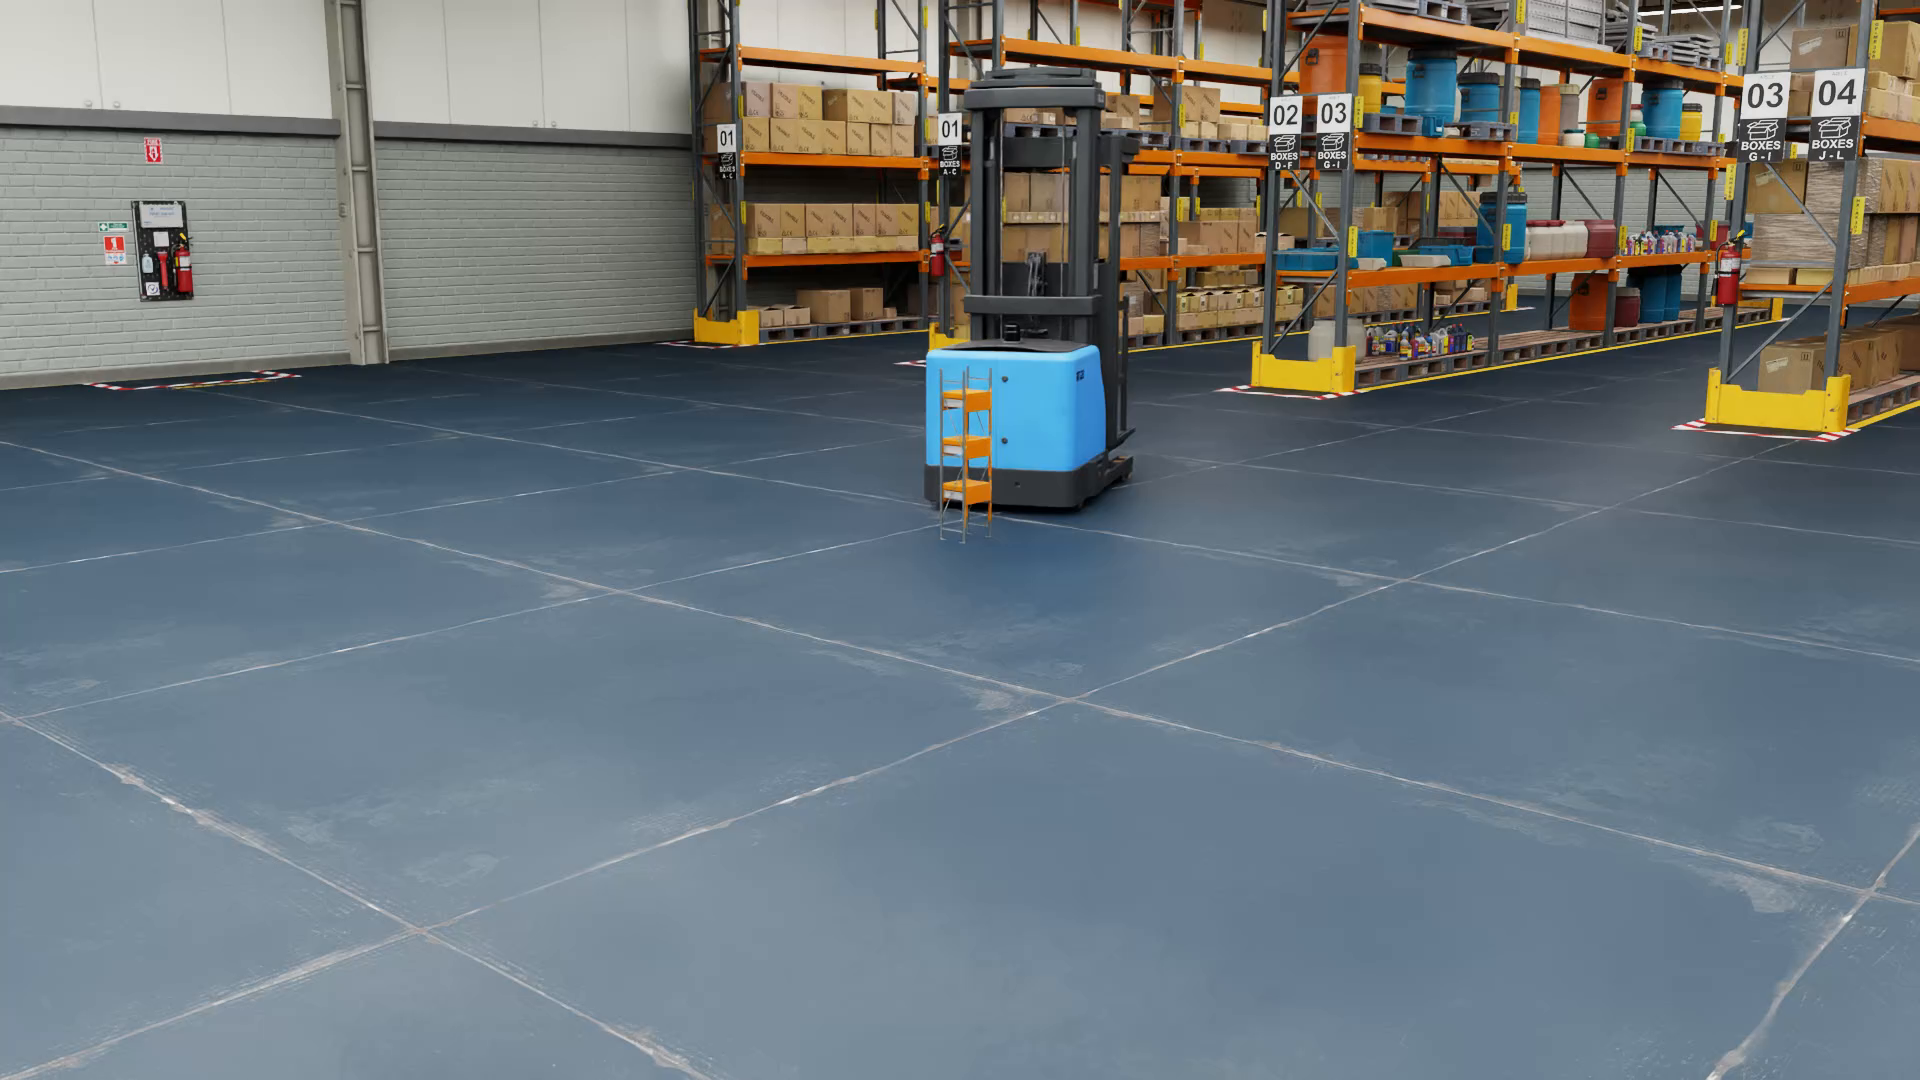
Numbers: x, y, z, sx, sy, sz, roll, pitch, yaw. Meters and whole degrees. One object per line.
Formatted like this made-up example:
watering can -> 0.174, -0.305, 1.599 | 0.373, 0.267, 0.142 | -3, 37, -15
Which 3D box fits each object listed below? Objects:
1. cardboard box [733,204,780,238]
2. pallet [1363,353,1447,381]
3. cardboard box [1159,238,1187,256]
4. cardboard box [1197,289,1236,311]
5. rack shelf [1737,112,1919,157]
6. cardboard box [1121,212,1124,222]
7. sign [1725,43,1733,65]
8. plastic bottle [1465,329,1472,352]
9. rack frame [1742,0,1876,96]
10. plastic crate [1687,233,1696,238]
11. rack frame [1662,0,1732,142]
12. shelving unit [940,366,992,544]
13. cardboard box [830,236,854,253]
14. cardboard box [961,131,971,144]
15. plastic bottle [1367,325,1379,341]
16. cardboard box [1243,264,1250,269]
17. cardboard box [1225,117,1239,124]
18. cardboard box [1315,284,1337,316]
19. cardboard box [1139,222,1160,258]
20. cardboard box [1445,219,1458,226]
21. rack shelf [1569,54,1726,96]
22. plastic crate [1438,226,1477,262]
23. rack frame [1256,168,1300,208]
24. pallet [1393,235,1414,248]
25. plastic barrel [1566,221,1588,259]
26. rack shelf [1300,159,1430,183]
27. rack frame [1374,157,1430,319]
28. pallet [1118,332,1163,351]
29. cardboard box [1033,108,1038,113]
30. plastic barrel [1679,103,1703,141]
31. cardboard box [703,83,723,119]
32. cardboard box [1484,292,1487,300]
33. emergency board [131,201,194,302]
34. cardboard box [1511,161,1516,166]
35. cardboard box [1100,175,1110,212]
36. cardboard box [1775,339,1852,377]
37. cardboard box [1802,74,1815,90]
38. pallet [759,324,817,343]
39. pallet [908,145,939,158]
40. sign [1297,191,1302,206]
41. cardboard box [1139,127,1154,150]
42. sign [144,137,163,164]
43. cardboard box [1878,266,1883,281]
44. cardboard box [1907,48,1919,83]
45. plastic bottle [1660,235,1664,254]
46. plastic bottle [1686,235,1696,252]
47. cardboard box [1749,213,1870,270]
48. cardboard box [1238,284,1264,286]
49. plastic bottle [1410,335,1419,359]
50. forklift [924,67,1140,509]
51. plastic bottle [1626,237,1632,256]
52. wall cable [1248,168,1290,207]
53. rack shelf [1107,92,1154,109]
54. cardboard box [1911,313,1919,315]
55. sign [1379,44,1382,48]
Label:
cardboard box -> -3.049, -4.788, 24.943 | 0.500, 0.500, 0.500 | 10, 15, 40
pallet -> 5.213, -2.119, 20.283 | 1.003, 0.211, 1.213 | 10, 15, 40
cardboard box -> 3.066, -4.406, 24.995 | 0.500, 0.250, 0.500 | 11, 16, 44
cardboard box -> 3.909, -3.712, 25.653 | 0.500, 0.311, 0.500 | 9, 14, 38
rack shelf -> 8.893, -3.944, 16.478 | 1.077, 0.370, 4.000 | 10, 15, 40
cardboard box -> 2.083, -4.551, 23.429 | 0.380, 0.149, 0.250 | 10, 15, 40
sign -> 12.185, -7.705, 26.349 | 0.100, 0.325, 0.005 | 10, 15, 40
plastic bottle -> 6.423, -2.531, 21.035 | 0.061, 0.283, 0.133 | 11, 16, 43
rack frame -> 7.573, -5.473, 14.640 | 1.000, 3.000, 0.127 | 10, 15, 40
plastic crate -> 12.936, -5.242, 29.071 | 0.416, 0.233, 0.300 | 10, 15, 40
rack frame -> 11.773, -7.879, 26.686 | 1.000, 3.000, 0.127 | 10, 15, 40
shelving unit -> 0.035, -0.523, 10.148 | 0.215, 1.050, 0.252 | 10, 15, 40
cardboard box -> -2.021, -4.646, 26.148 | 0.500, 0.250, 0.500 | 10, 15, 41
cardboard box -> -0.122, -6.835, 28.272 | 0.500, 0.311, 0.500 | 10, 15, 42
plastic bottle -> 5.120, -2.494, 20.682 | 0.144, 0.351, 0.185 | 11, 15, 43
cardboard box -> 6.018, -5.922, 35.857 | 0.380, 0.149, 0.250 | 10, 15, 41
cardboard box -> 5.347, -8.384, 34.009 | 0.500, 0.500, 0.500 | 9, 15, 39
cardboard box -> 6.271, -4.088, 28.277 | 0.500, 0.500, 0.500 | 9, 14, 38
cardboard box -> 2.486, -4.384, 24.249 | 0.700, 0.500, 0.500 | 9, 15, 39
cardboard box -> 8.932, -5.743, 31.051 | 0.500, 0.500, 0.500 | 10, 15, 41
rack shelf -> 10.453, -7.036, 25.322 | 1.077, 0.370, 4.000 | 10, 15, 40
plastic crate -> 6.582, -3.903, 21.929 | 0.402, 0.464, 0.583 | 10, 15, 40
rack frame -> 6.972, -6.807, 36.633 | 1.000, 3.000, 0.127 | 10, 15, 40
pallet -> 7.446, -5.381, 29.983 | 1.003, 0.211, 1.213 | 10, 15, 40
plastic barrel -> 8.614, -4.225, 23.420 | 0.421, 0.512, 0.421 | 0, 11, 0
rack shelf -> 6.735, -6.402, 28.786 | 1.077, 0.370, 4.000 | 10, 15, 40
rack frame -> 8.055, -5.578, 30.483 | 1.000, 3.000, 0.127 | 10, 15, 40
pallet -> 2.218, -2.922, 24.304 | 1.003, 0.211, 1.213 | 10, 15, 40
cardboard box -> 0.696, -5.688, 22.328 | 0.500, 0.250, 0.500 | 10, 15, 40
plastic barrel -> 11.323, -6.546, 26.116 | 0.600, 0.588, 0.600 | 0, 11, 0
cardboard box -> -3.502, -6.570, 24.930 | 0.500, 0.500, 0.500 | 11, 15, 43
cardboard box -> 10.187, -4.834, 32.863 | 0.380, 0.166, 0.250 | 10, 15, 40
emergency board -> -9.398, -3.426, 19.707 | 0.194, 1.169, 0.643 | 10, 15, 40
cardboard box -> 10.554, -7.455, 32.601 | 0.500, 0.250, 0.500 | 10, 15, 40
cardboard box -> 1.822, -4.872, 23.380 | 0.700, 0.500, 0.500 | 10, 15, 40
cardboard box -> 8.366, -1.694, 16.343 | 0.500, 0.500, 0.500 | -7, 13, -33
cardboard box -> 7.781, -4.229, 15.432 | 0.380, 0.149, 0.250 | 9, 14, 39
pallet -> -2.977, -3.212, 25.752 | 1.003, 0.211, 1.213 | 10, 15, 40
pallet -> -0.462, -6.497, 27.904 | 1.213, 0.211, 1.003 | 10, 15, 40
sign -> 7.370, -7.419, 36.135 | 0.100, 0.325, 0.005 | 10, 15, 40
cardboard box -> 3.349, -7.749, 32.311 | 0.700, 0.500, 0.500 | 9, 15, 39
sign -> -9.478, -4.575, 19.539 | 0.001, 0.298, 0.199 | 10, 15, 40
cardboard box -> 8.760, -2.604, 16.233 | 0.380, 0.149, 0.250 | 10, 15, 40
cardboard box -> 10.107, -4.932, 17.296 | 0.500, 0.500, 0.500 | 9, 15, 39
plastic bottle -> 10.822, -4.559, 25.675 | 0.061, 0.283, 0.133 | 10, 15, 40
plastic bottle -> 11.756, -4.777, 26.786 | 0.152, 0.276, 0.135 | 10, 15, 40
cardboard box -> 7.956, -2.804, 15.576 | 0.875, 0.500, 0.500 | 10, 15, 40
cardboard box -> 4.848, -4.083, 27.514 | 0.500, 0.311, 0.500 | 10, 15, 42
plastic bottle -> 5.446, -2.313, 19.946 | 0.061, 0.283, 0.133 | 10, 15, 41
forklift -> 0.679, -1.888, 12.179 | 1.130, 2.935, 3.031 | 3, 12, 17
plastic bottle -> 9.913, -4.356, 24.660 | 0.061, 0.283, 0.133 | 10, 15, 40
wall cable -> 7.107, -7.616, 38.089 | 0.084, 1.984, 1.851 | 10, 15, 40
rack shelf -> 3.011, -8.317, 31.735 | 1.077, 0.370, 4.000 | 10, 15, 40
cardboard box -> 12.070, -2.514, 20.399 | 0.700, 0.500, 0.500 | 8, 14, 36
sign -> 7.660, -9.090, 30.160 | 0.100, 0.325, 0.005 | 10, 15, 40
